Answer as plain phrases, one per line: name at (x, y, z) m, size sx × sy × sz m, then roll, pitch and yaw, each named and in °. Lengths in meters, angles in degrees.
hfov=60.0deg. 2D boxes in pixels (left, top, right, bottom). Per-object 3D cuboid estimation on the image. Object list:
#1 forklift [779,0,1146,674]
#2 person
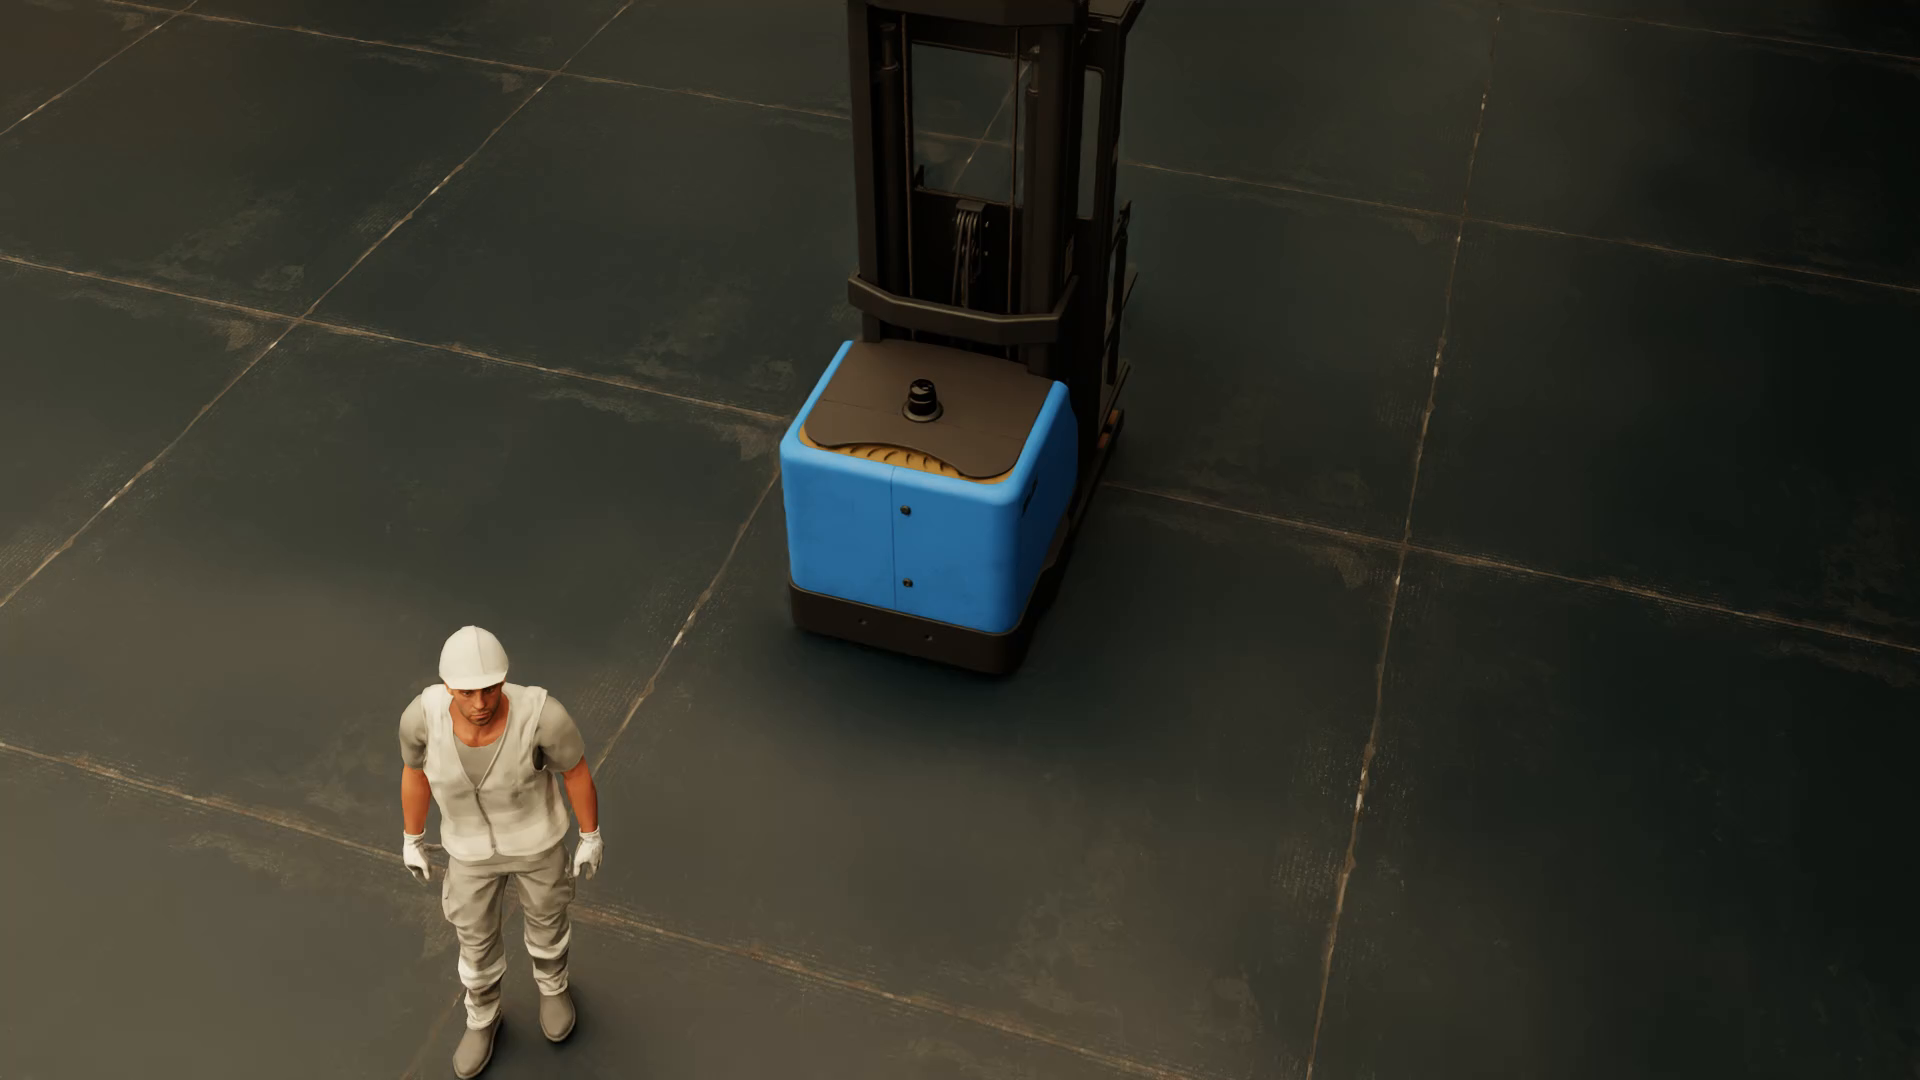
forklift at (0.190, -1.518, 7.320) m, size 1.130 × 2.935 × 3.031 m, roll 12°, pitch 44°, yaw 13°
person at (-1.489, 1.034, 5.406) m, size 0.638 × 1.787 × 0.563 m, roll -4°, pitch 43°, yaw -4°
